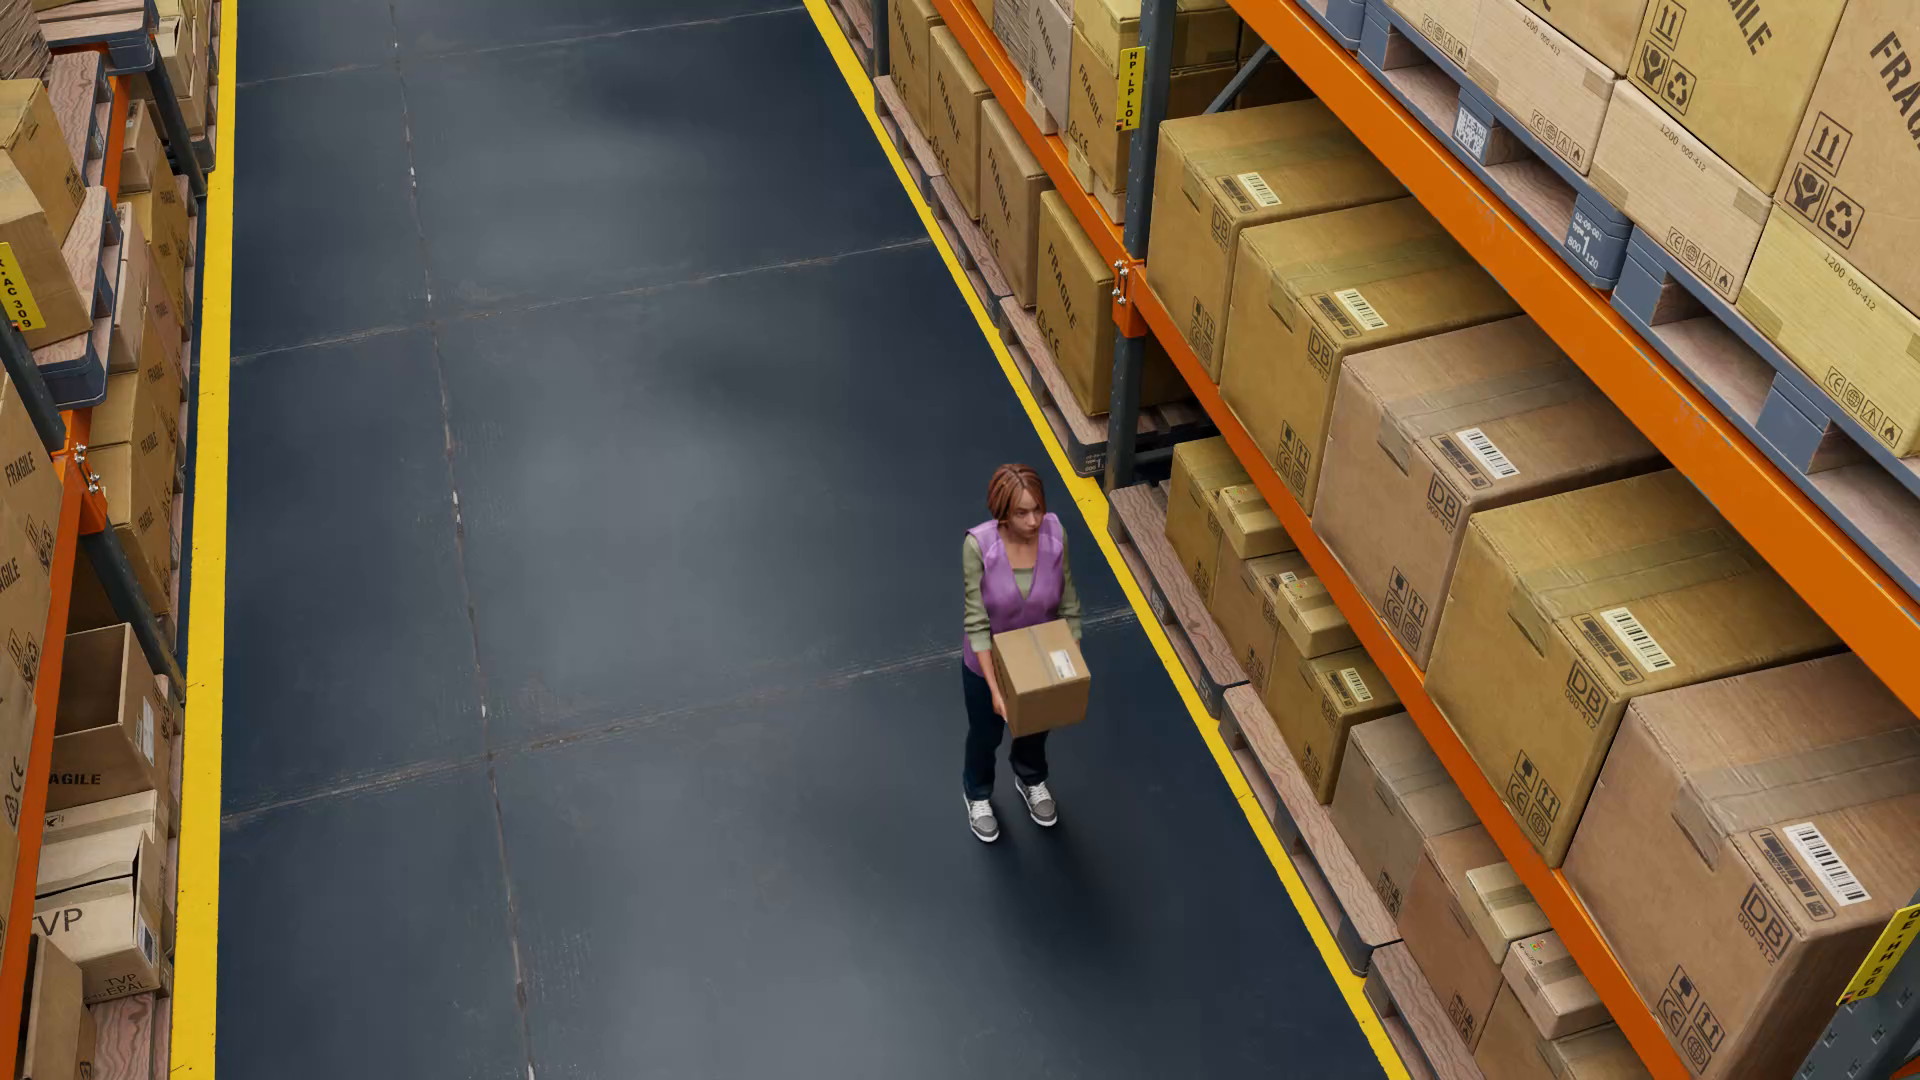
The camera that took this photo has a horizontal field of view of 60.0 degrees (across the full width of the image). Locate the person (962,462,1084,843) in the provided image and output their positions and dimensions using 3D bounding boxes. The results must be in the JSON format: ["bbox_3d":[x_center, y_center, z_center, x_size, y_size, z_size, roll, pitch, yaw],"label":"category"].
[{"bbox_3d":[0.218,0.450,5.681,0.410,1.596,0.482,-12,44,-13],"label":"person"}]
